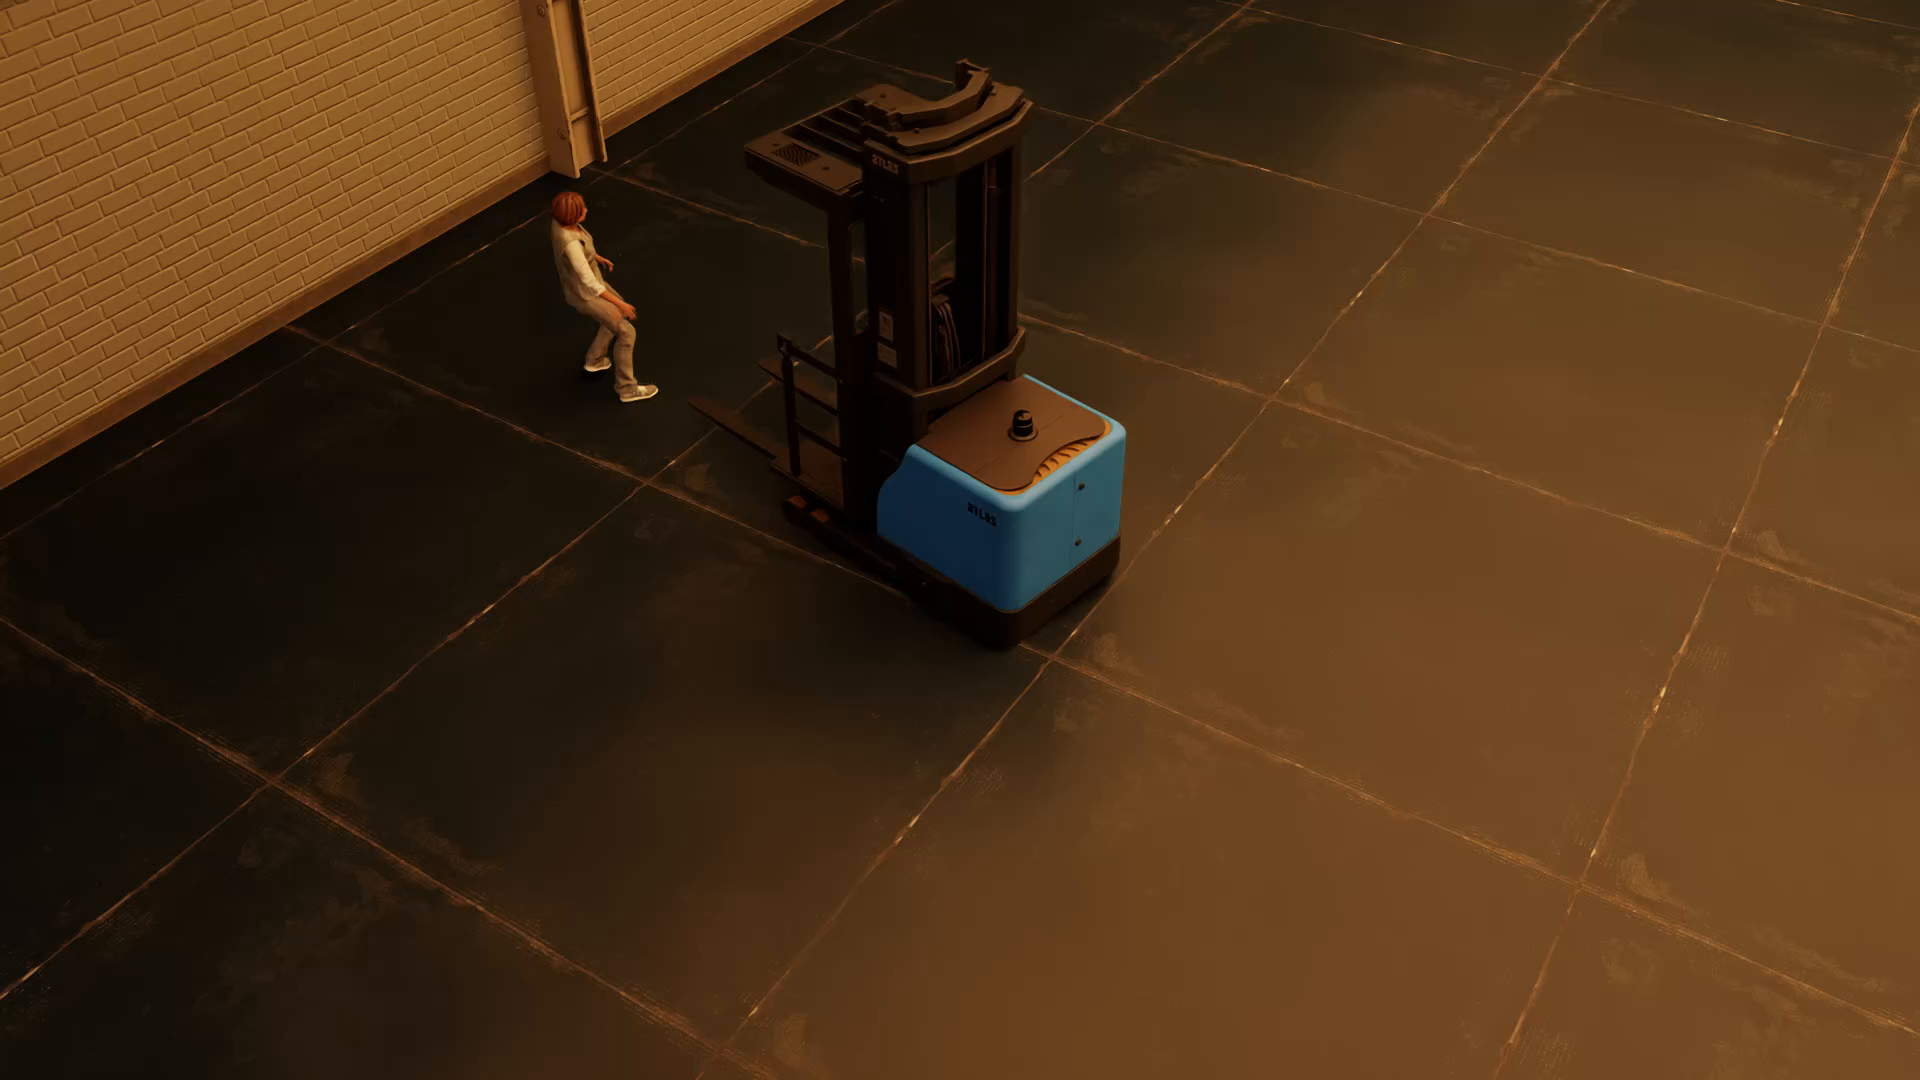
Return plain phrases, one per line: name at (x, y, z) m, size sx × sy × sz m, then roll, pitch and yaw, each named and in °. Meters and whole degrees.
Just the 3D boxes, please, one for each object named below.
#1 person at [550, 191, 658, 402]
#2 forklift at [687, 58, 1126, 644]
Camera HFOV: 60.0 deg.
person at (-2.372, -1.649, 11.009) m, size 0.522 × 1.503 × 0.651 m, roll -11°, pitch 42°, yaw -13°
forklift at (-0.470, -1.363, 9.575) m, size 3.031 × 2.935 × 1.130 m, roll 31°, pitch 49°, yaw 31°
